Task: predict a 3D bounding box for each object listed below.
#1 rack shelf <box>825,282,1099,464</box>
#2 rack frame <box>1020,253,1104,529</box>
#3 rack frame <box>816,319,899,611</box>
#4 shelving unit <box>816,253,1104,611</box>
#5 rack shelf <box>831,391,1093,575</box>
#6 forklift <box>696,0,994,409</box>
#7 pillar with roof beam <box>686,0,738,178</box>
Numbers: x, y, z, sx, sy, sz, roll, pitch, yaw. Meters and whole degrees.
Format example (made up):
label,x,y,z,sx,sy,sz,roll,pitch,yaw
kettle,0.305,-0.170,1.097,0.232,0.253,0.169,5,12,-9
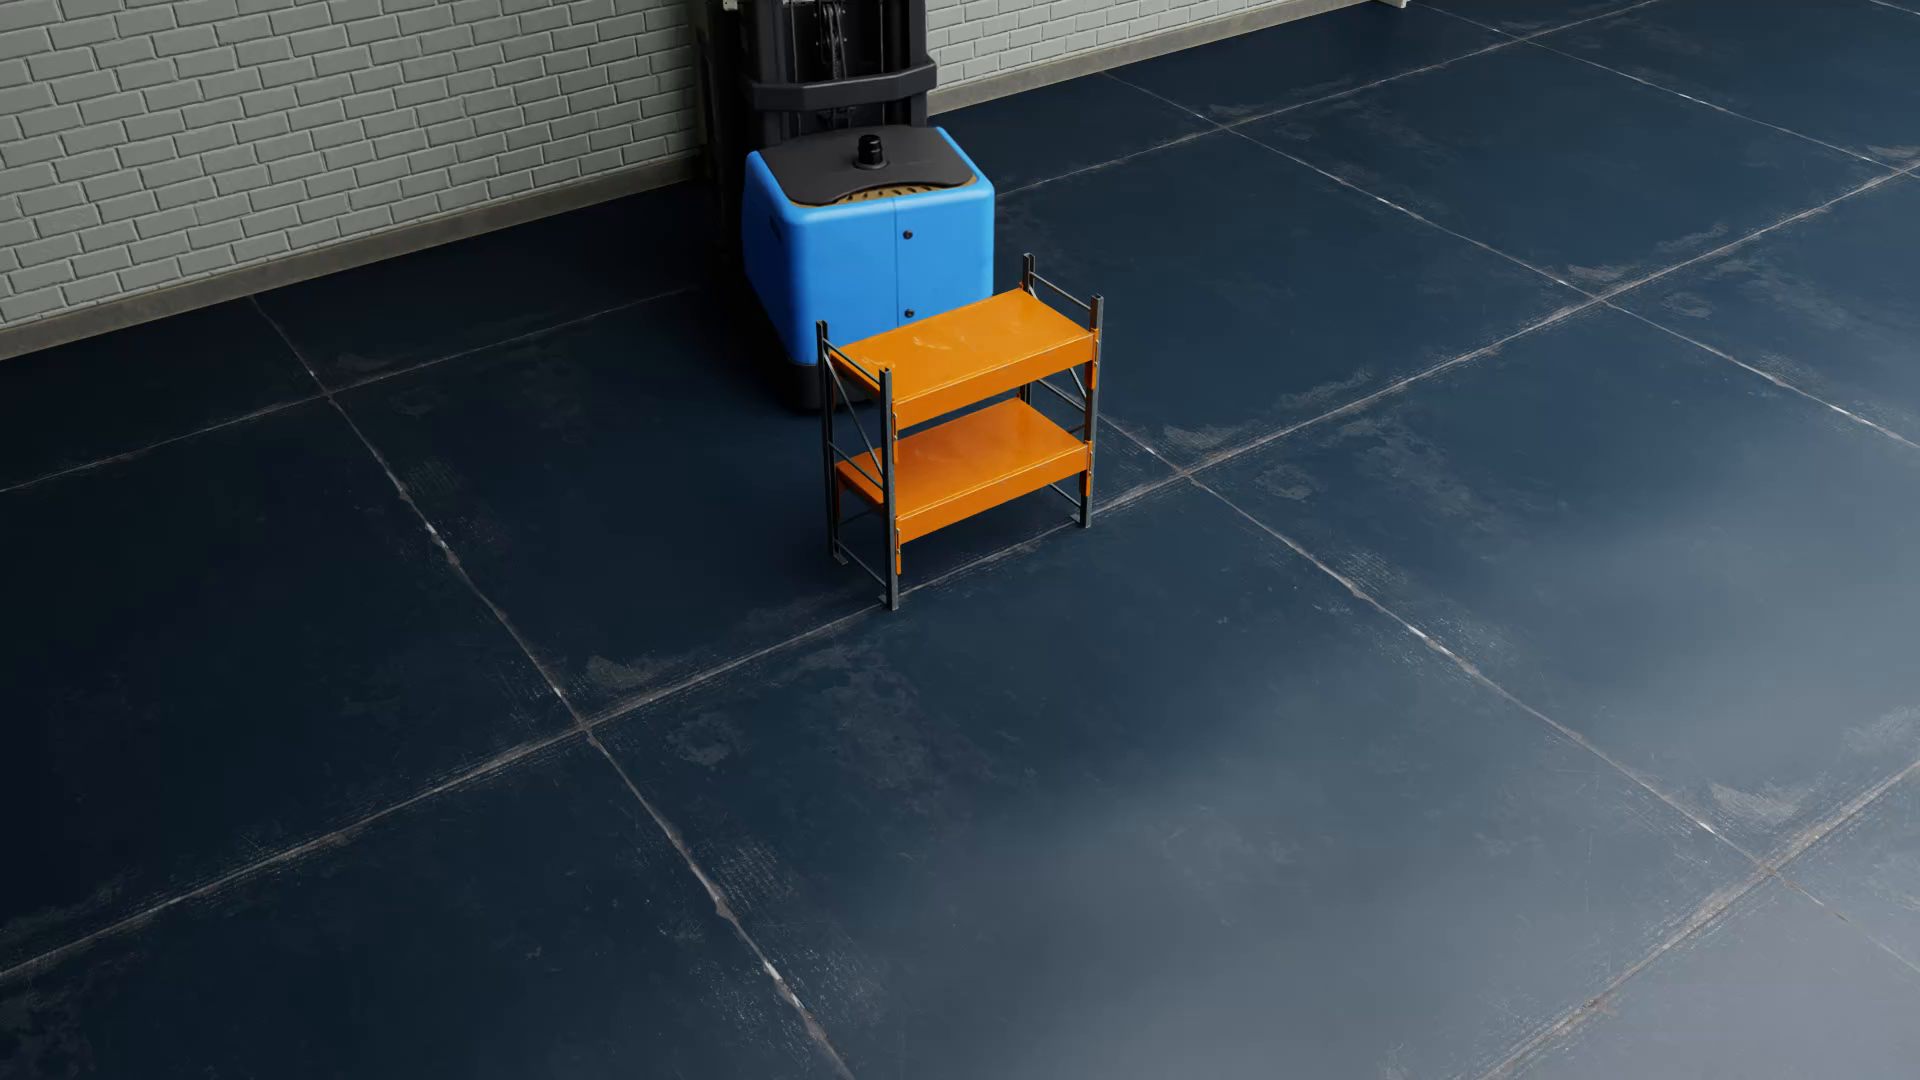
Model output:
label,x,y,z,sx,sy,sz,roll,pitch,yaw
rack shelf,0.006,-0.697,6.754,1.000,0.278,0.538,-22,41,-28
rack frame,0.421,-0.630,7.162,0.032,1.125,0.500,-22,41,-28
rack frame,-0.410,-0.288,6.687,0.032,1.125,0.500,-22,41,-28
shelving unit,0.006,-0.459,6.925,1.048,1.125,0.538,-22,41,-28
rack shelf,0.006,-0.260,7.067,1.000,0.278,0.538,-22,41,-28
forklift,-0.787,-2.681,8.468,1.130,2.935,3.031,-11,37,-15
pillar with roof beam,1.111,-3.898,4.963,0.400,9.000,9.100,-22,41,-28
